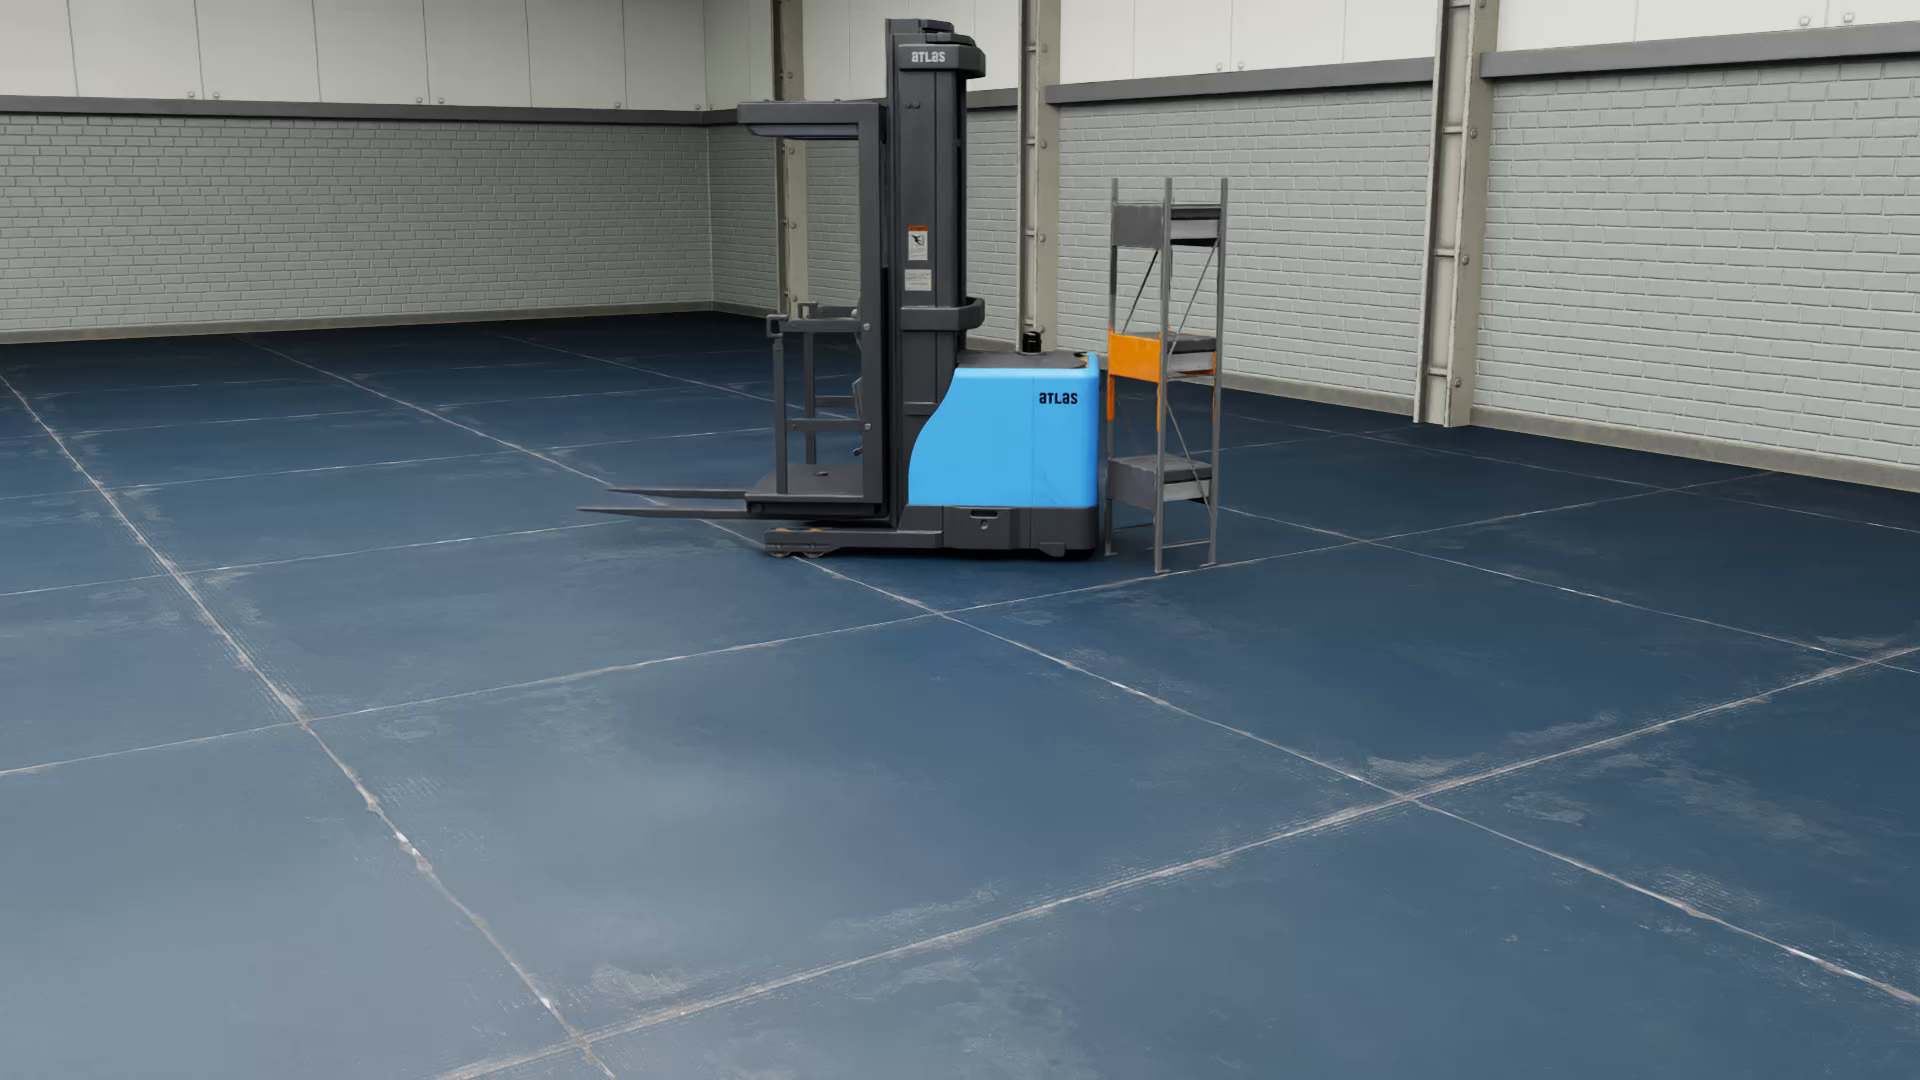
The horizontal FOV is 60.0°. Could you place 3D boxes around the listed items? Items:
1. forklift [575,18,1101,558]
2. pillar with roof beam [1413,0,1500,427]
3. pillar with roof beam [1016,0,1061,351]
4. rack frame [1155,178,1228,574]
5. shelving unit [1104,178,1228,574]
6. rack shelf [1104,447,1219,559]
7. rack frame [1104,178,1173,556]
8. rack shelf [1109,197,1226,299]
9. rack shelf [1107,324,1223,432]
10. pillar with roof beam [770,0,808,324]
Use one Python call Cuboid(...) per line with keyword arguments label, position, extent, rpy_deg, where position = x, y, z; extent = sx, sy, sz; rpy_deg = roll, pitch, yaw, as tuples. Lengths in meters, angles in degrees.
Cuboid(label="forklift", position=(-0.700, -1.442, 9.594), extent=(3.031, 2.935, 1.130), rpy_deg=(1, 12, 4))
Cuboid(label="pillar with roof beam", position=(0.630, -4.907, 11.237), extent=(9.100, 9.000, 0.400), rpy_deg=(-8, 15, -33))
Cuboid(label="pillar with roof beam", position=(-2.695, -5.974, 16.117), extent=(9.100, 9.000, 0.400), rpy_deg=(-8, 15, -33))
Cuboid(label="rack frame", position=(1.236, -0.865, 8.903), extent=(0.400, 2.100, 0.015), rpy_deg=(-7, 14, -28))
Cuboid(label="shelving unit", position=(1.117, -0.911, 9.111), extent=(0.431, 2.100, 0.503), rpy_deg=(-7, 14, -28))
Cuboid(label="rack shelf", position=(1.117, -0.214, 9.264), extent=(0.431, 0.518, 0.480), rpy_deg=(-7, 14, -28))
Cuboid(label="rack frame", position=(0.998, -0.956, 9.319), extent=(0.400, 2.100, 0.015), rpy_deg=(-7, 14, -28))
Cuboid(label="rack shelf", position=(1.117, -1.581, 8.965), extent=(0.431, 0.518, 0.480), rpy_deg=(-7, 14, -28))
Cuboid(label="rack shelf", position=(1.117, -0.897, 9.114), extent=(0.431, 0.518, 0.480), rpy_deg=(-7, 14, -28))
Cuboid(label="pillar with roof beam", position=(-6.019, -7.041, 20.996), extent=(9.100, 9.000, 0.400), rpy_deg=(-8, 15, -33))
